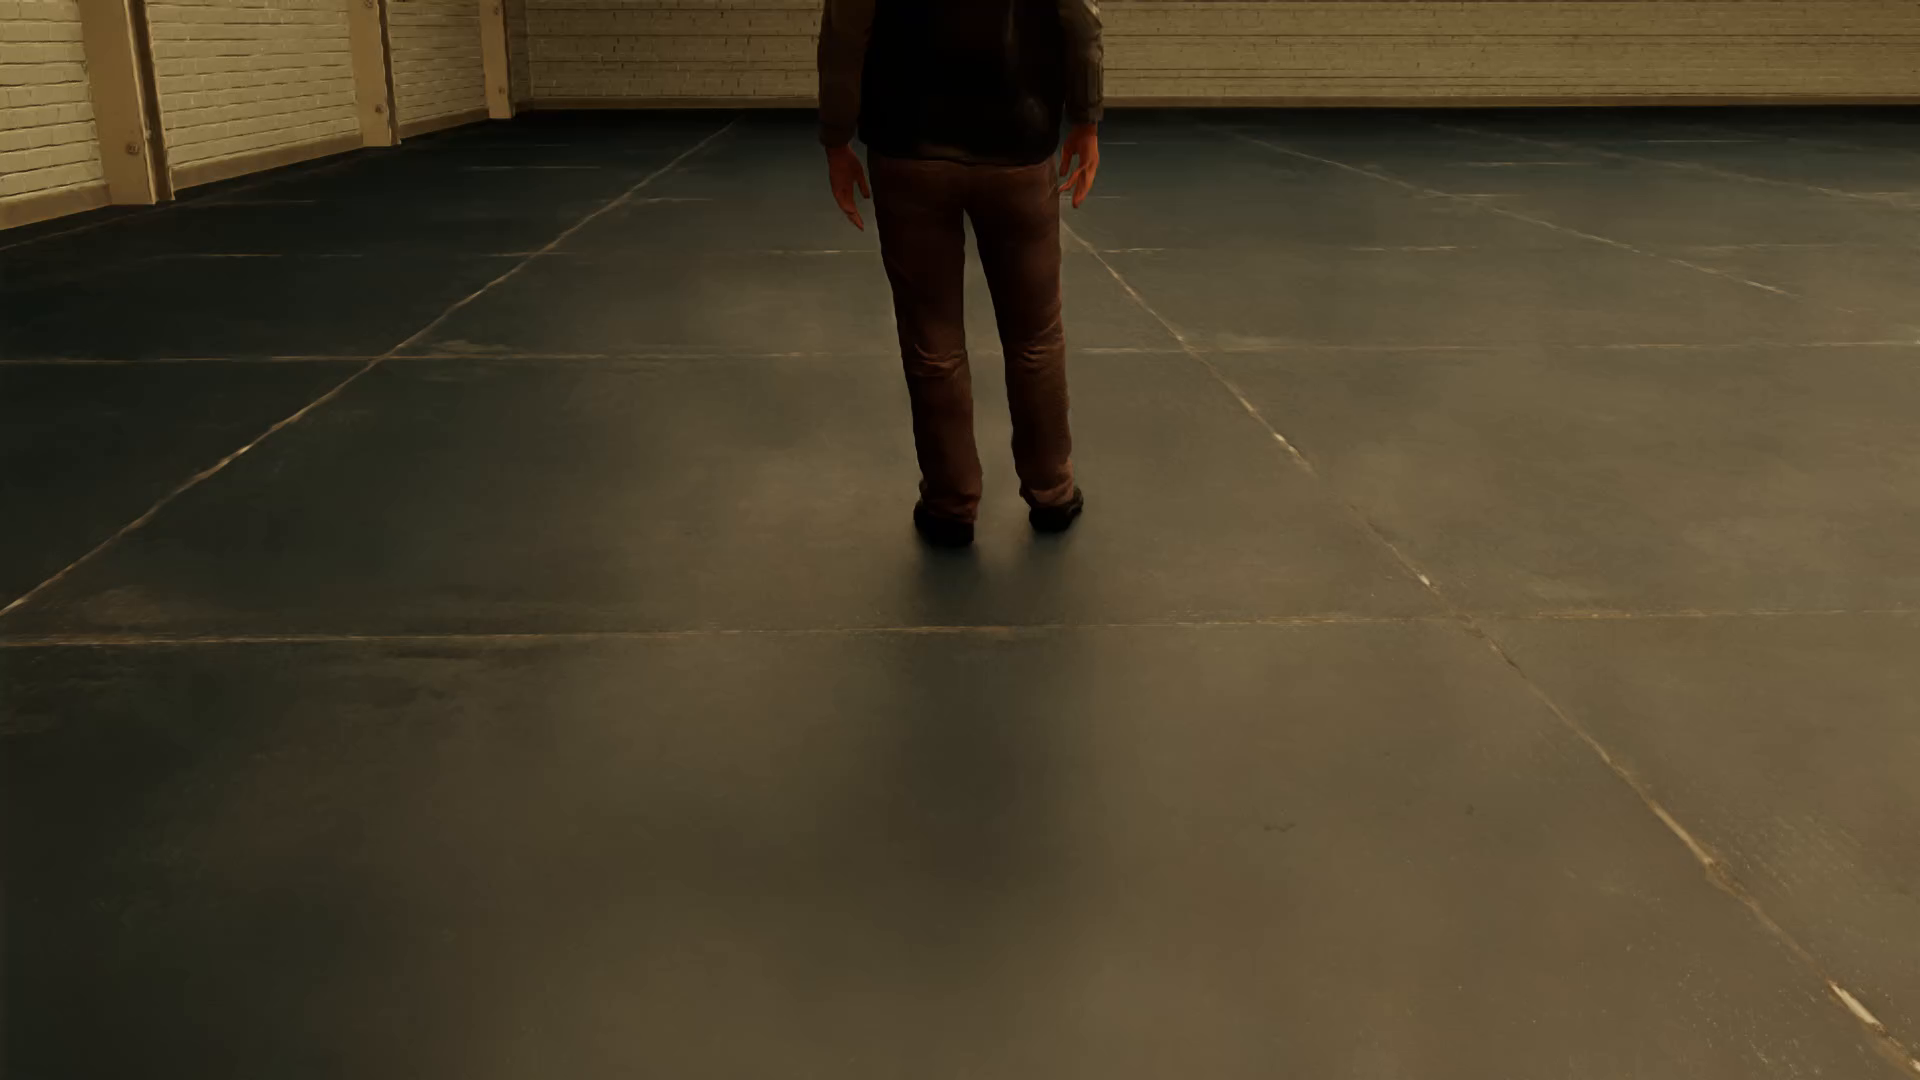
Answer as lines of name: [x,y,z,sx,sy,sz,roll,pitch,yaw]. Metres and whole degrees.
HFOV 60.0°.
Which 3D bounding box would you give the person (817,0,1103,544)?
person: [0.005,-0.848,3.724,0.632,1.720,0.567,-1,17,-3]
